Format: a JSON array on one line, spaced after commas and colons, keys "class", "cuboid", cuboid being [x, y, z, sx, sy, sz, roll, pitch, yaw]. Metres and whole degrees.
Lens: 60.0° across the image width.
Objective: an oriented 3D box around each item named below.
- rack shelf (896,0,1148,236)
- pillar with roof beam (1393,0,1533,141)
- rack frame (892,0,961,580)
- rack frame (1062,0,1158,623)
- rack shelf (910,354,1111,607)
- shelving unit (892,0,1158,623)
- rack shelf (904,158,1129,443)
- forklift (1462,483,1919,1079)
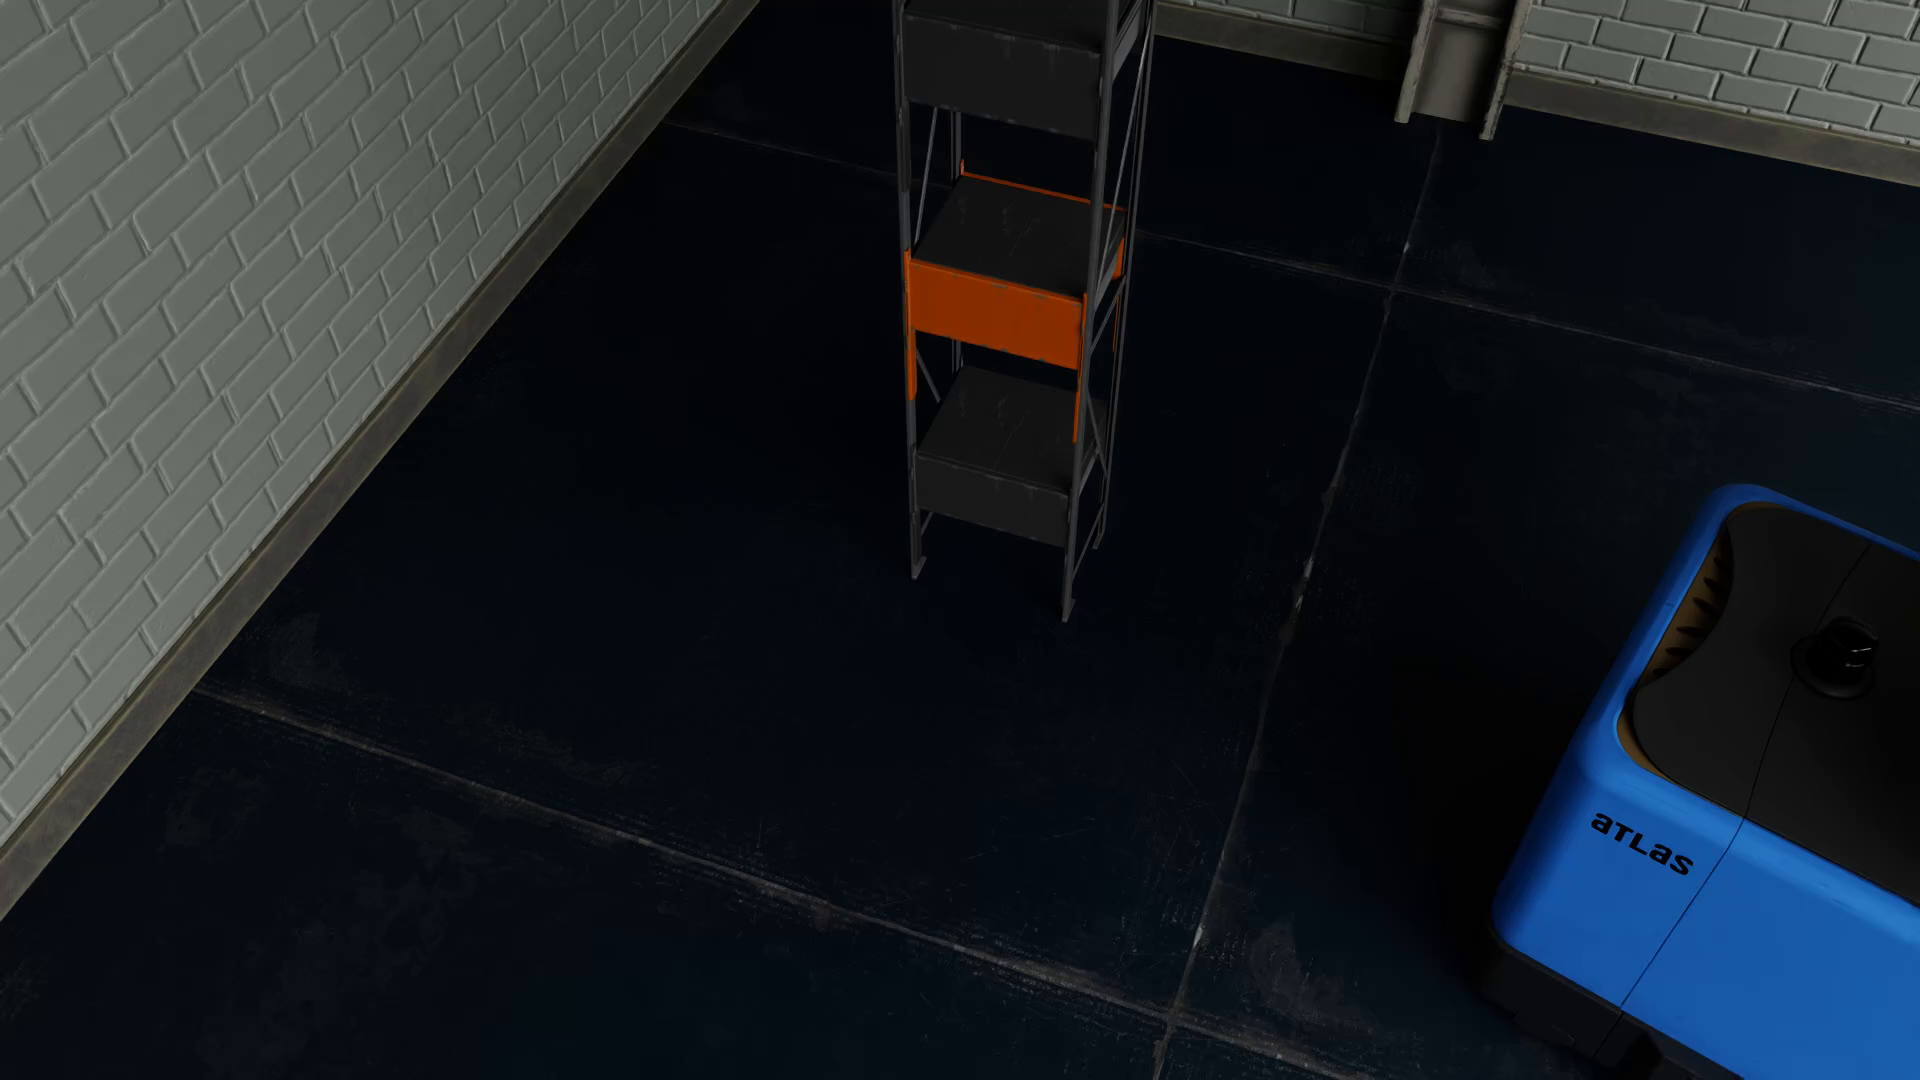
[{"class": "rack shelf", "cuboid": [0.155, -1.094, 3.900, 0.480, 0.518, 0.431, 16, 51, 13]}, {"class": "pillar with roof beam", "cuboid": [0.496, -1.648, 0.723, 0.400, 9.000, 9.100, 16, 51, 13]}, {"class": "rack frame", "cuboid": [-0.074, -0.708, 4.474, 0.015, 2.100, 0.400, 16, 51, 13]}, {"class": "rack frame", "cuboid": [0.384, -0.580, 4.364, 0.015, 2.100, 0.400, 16, 51, 13]}, {"class": "rack shelf", "cuboid": [0.155, -0.177, 4.958, 0.480, 0.518, 0.431, 16, 51, 13]}, {"class": "shelving unit", "cuboid": [0.155, -0.644, 4.419, 0.503, 2.100, 0.431, 16, 51, 13]}, {"class": "rack shelf", "cuboid": [0.155, -0.635, 4.429, 0.480, 0.518, 0.431, 16, 51, 13]}, {"class": "forklift", "cuboid": [2.771, 0.525, 2.855, 3.031, 2.935, 1.130, 28, 55, 22]}]
